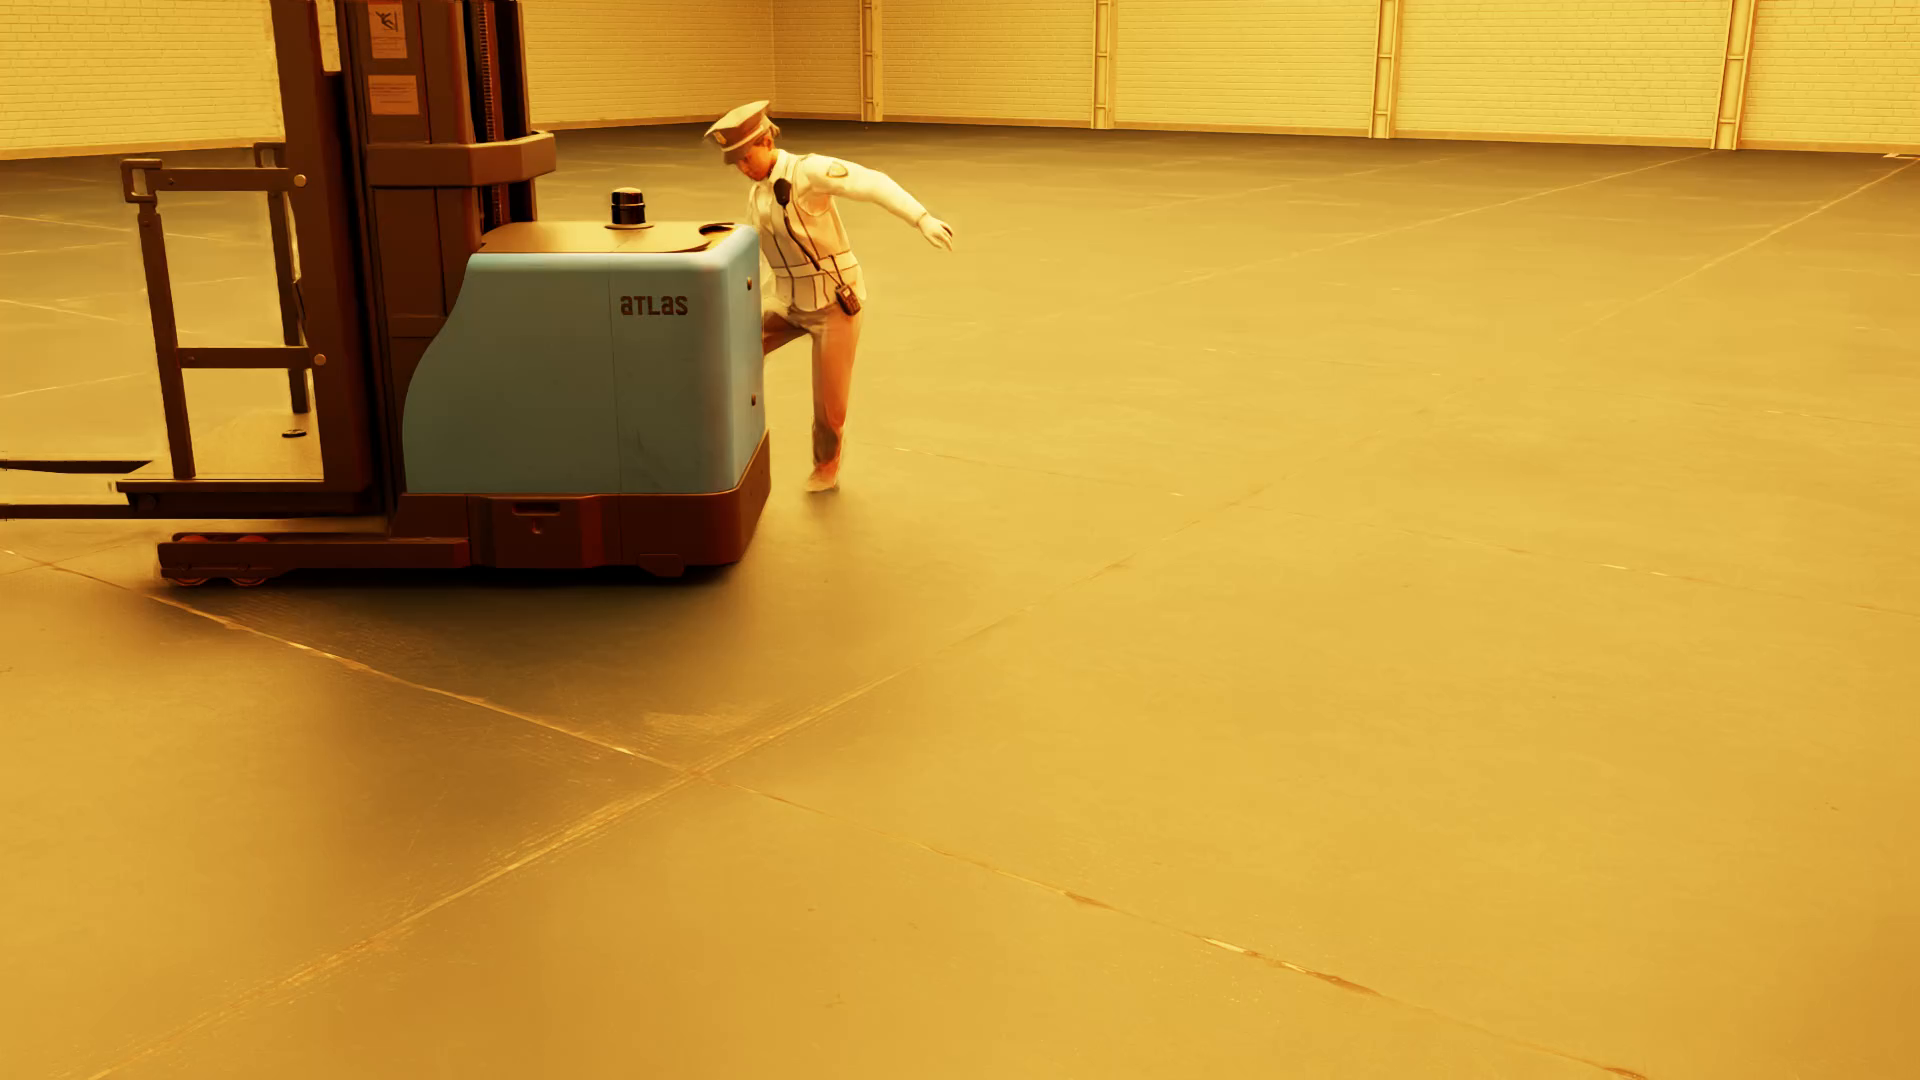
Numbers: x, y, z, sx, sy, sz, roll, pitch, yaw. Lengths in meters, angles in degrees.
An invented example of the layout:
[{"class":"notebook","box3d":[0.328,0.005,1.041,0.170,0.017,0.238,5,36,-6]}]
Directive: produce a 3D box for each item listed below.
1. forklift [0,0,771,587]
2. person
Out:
[{"class":"forklift","box3d":[-2.235,-1.403,5.524,3.031,2.935,1.130,0,17,0]},{"class":"person","box3d":[-0.532,-0.843,6.223,1.108,1.544,0.623,14,22,39]}]
